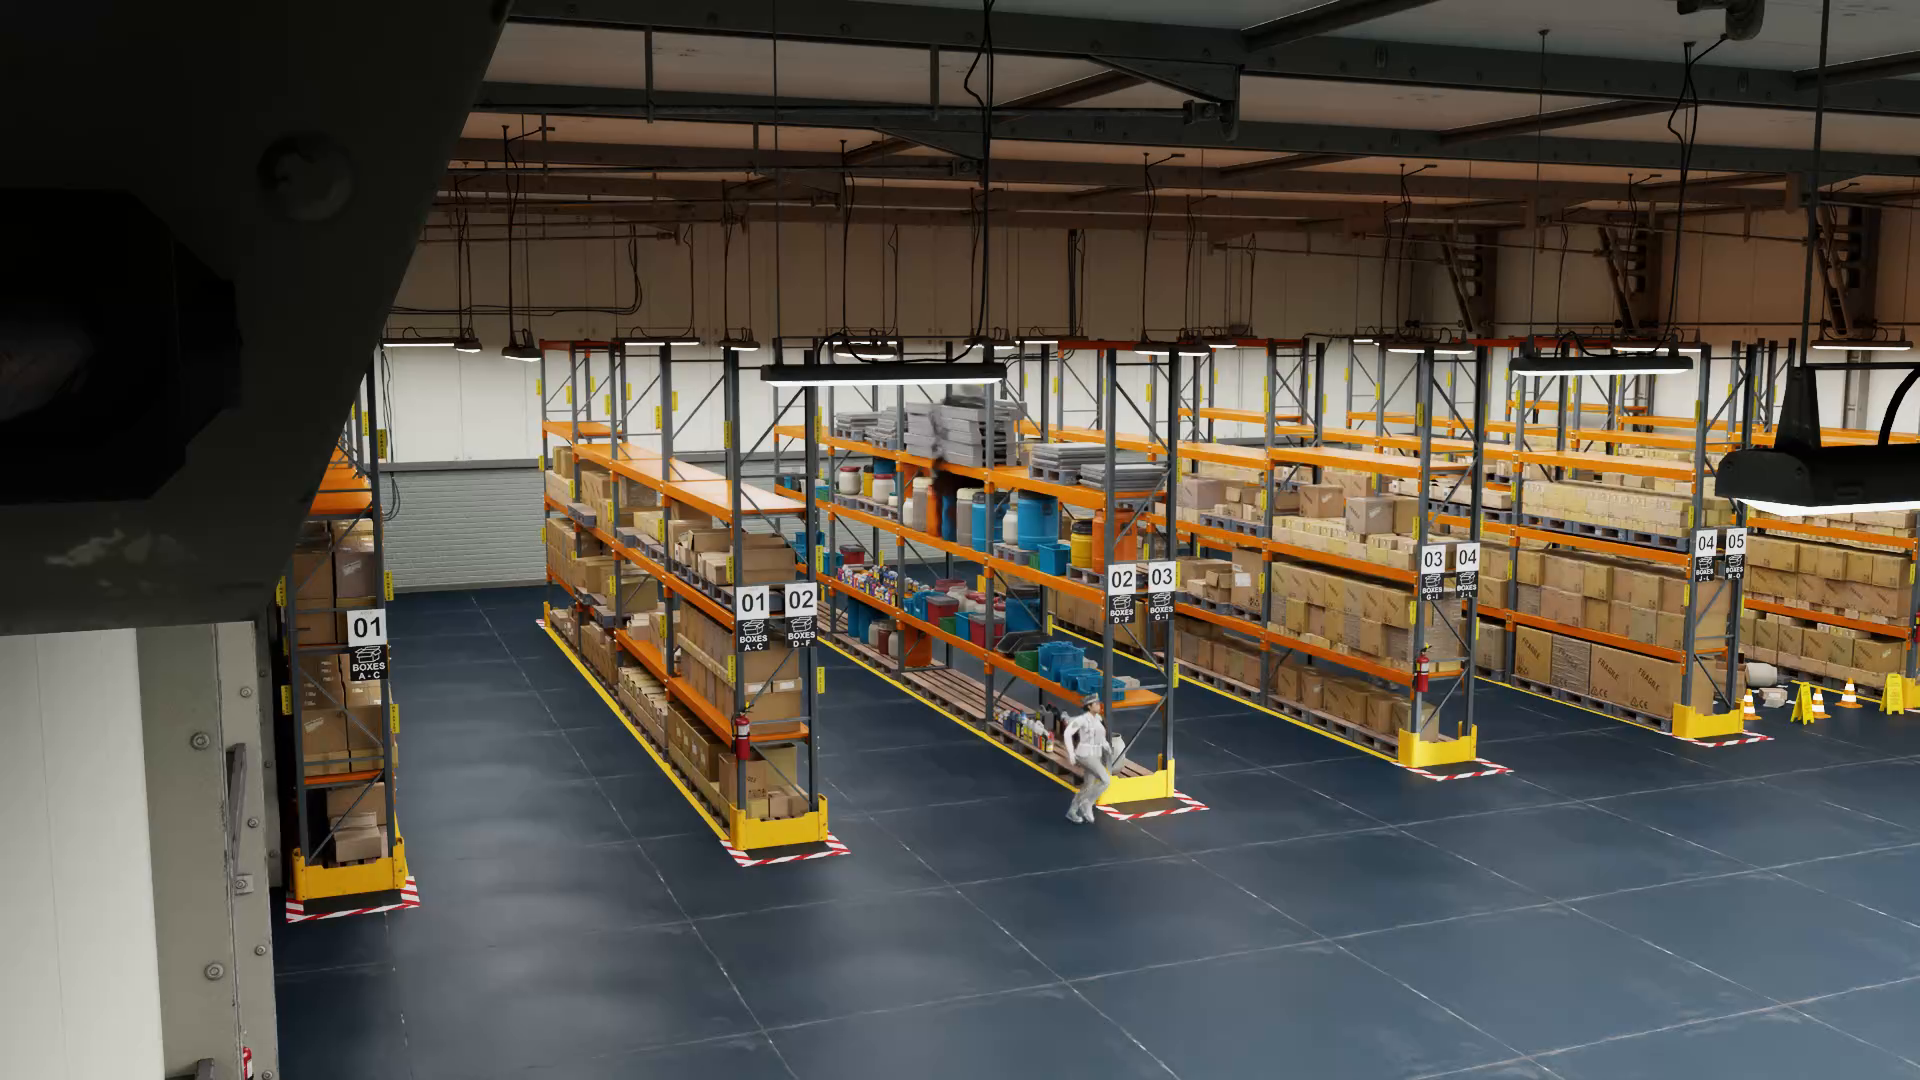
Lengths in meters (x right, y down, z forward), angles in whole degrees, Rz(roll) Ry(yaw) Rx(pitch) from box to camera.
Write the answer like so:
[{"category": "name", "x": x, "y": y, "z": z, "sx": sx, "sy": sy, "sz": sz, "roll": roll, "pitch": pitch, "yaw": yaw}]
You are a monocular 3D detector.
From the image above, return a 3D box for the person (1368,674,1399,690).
[{"category": "person", "x": 7.442, "y": 1.747, "z": 28.933, "sx": 0.665, "sy": 1.766, "sz": 0.723, "roll": -4, "pitch": 8, "yaw": -27}]

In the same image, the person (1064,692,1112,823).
[{"category": "person", "x": 1.700, "y": 2.761, "z": 21.166, "sx": 0.601, "sy": 1.629, "sz": 0.604, "roll": 5, "pitch": 9, "yaw": 33}]
